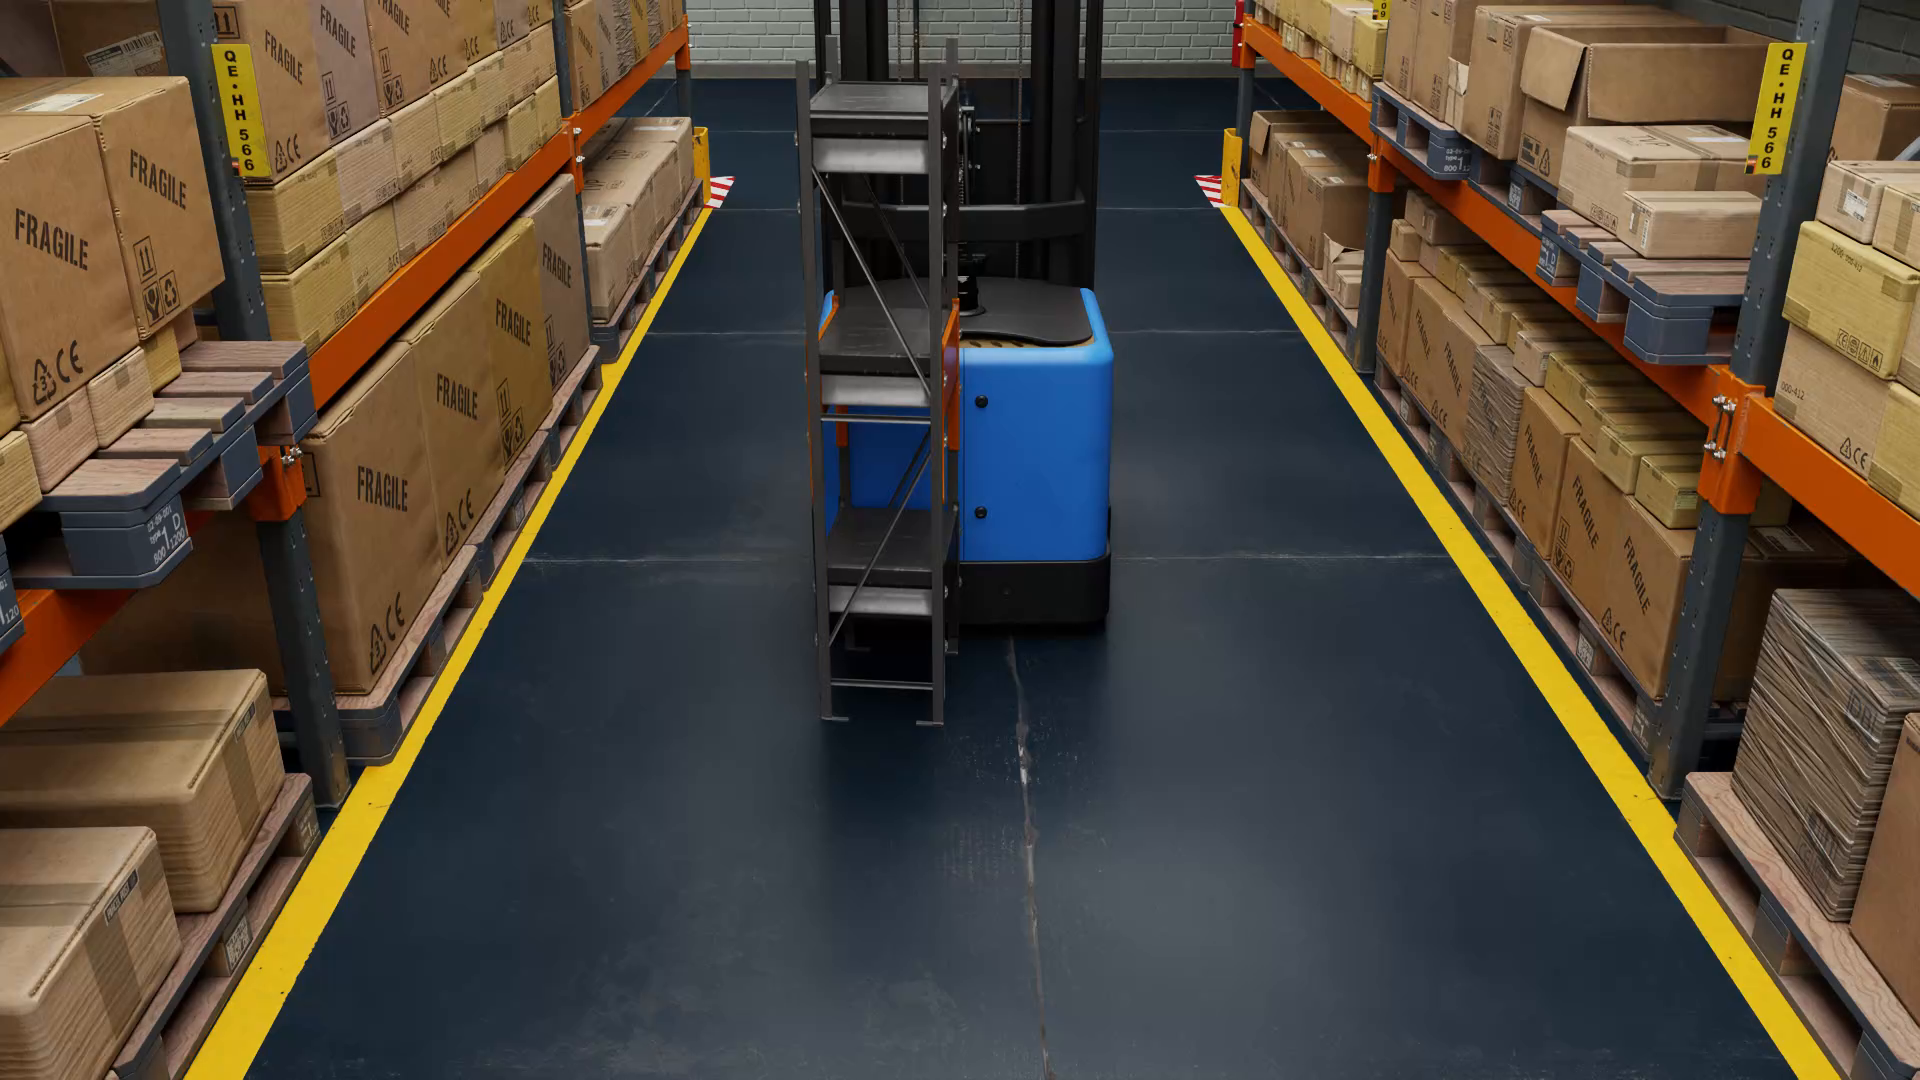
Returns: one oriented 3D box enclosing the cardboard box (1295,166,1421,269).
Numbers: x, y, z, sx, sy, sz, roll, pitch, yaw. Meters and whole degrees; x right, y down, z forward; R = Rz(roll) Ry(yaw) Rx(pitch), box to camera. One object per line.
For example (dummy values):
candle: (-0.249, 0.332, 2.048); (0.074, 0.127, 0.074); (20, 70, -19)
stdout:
cardboard box: (2.416, -1.920, 9.880); (0.700, 0.500, 0.500); (-1, 24, -3)

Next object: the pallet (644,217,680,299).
pallet: (-2.343, -1.776, 10.420); (1.003, 0.211, 1.213); (0, 24, -1)

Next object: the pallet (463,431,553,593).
pallet: (-2.297, -0.136, 6.796); (1.003, 0.211, 1.213); (0, 24, -1)

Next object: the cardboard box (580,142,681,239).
cardboard box: (-2.315, -2.252, 10.689); (0.875, 0.438, 0.875); (0, 24, 1)

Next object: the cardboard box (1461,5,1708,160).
cardboard box: (2.362, -1.752, 6.353); (0.700, 0.500, 0.500); (0, 24, -1)

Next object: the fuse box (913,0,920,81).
fuse box: (-0.424, -5.563, 16.972); (0.539, 1.711, 0.414); (0, 24, -1)

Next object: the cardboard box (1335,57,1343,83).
cardboard box: (2.283, -2.591, 9.143); (0.380, 0.149, 0.250); (0, 24, 1)

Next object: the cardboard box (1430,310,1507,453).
cardboard box: (2.363, -0.679, 7.136); (0.500, 0.500, 0.500); (-1, 24, -2)

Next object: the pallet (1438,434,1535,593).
pallet: (2.629, -0.143, 6.810); (1.003, 0.211, 1.213); (0, 24, -1)

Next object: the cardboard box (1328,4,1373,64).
cardboard box: (2.296, -2.735, 8.978); (0.500, 0.250, 0.500); (0, 24, 0)

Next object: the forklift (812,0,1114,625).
forklift: (-0.010, -1.595, 6.720); (1.130, 2.935, 3.031); (0, 24, -1)

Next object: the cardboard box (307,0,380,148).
cardboard box: (-2.129, -1.490, 5.070); (0.500, 0.500, 0.500); (0, 24, 0)

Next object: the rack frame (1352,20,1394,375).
rack frame: (2.566, -2.252, 8.090); (1.000, 3.000, 0.127); (0, 24, -1)

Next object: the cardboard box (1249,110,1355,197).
cardboard box: (2.434, -2.702, 11.604); (0.797, 0.503, 0.637); (-1, 24, -3)

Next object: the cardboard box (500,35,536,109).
cardboard box: (-2.136, -2.002, 7.111); (0.500, 0.250, 0.500); (0, 24, 1)

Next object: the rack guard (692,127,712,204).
rack guard: (-2.441, -2.748, 12.219); (1.175, 0.500, 0.348); (0, 24, -1)

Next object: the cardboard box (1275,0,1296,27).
cardboard box: (2.273, -3.363, 10.367); (0.500, 0.250, 0.500); (-1, 24, -2)

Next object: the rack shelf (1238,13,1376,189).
rack shelf: (2.544, -2.749, 10.061); (1.077, 0.370, 4.000); (0, 24, -1)

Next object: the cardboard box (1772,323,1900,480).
cardboard box: (2.370, -0.352, 4.070); (0.500, 0.250, 0.500); (0, 24, 0)

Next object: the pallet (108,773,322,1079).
pallet: (-2.346, 1.012, 4.256); (1.003, 0.211, 1.213); (0, 24, -1)

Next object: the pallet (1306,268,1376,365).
pallet: (2.560, -1.265, 9.291); (1.003, 0.211, 1.213); (0, 24, -1)

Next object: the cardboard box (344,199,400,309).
cardboard box: (-2.131, -0.926, 5.340); (0.500, 0.250, 0.500); (-1, 24, -2)

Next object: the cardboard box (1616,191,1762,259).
cardboard box: (2.219, -0.950, 5.006); (0.380, 0.149, 0.250); (0, 24, 0)

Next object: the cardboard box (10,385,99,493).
cardboard box: (-1.997, -0.206, 3.360); (0.380, 0.149, 0.250); (-1, 24, -3)

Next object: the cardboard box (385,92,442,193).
cardboard box: (-2.110, -1.368, 5.710); (0.500, 0.250, 0.500); (0, 24, -1)

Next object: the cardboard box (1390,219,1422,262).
cardboard box: (2.304, -1.451, 8.056); (0.380, 0.149, 0.250); (1, 24, 2)

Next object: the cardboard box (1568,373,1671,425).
cardboard box: (2.401, -0.485, 5.918); (0.380, 0.149, 0.250); (0, 24, 1)

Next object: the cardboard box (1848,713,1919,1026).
cardboard box: (2.618, 0.813, 3.685); (0.875, 0.625, 0.625); (1, 24, 1)

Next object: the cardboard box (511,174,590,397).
cardboard box: (-2.310, -1.197, 7.825); (0.875, 0.875, 0.875); (0, 24, 1)

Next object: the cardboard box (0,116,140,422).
cardboard box: (-2.054, -0.554, 3.342); (0.500, 0.500, 0.500); (-1, 24, -1)

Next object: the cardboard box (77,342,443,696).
cardboard box: (-2.278, -0.089, 5.375); (0.875, 0.875, 0.875); (0, 24, -1)

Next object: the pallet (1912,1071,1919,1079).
pallet: (2.590, 1.507, 3.161); (1.003, 0.211, 1.213); (0, 24, -1)

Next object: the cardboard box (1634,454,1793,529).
cardboard box: (2.351, -0.154, 5.188); (0.380, 0.149, 0.250); (-1, 24, -3)

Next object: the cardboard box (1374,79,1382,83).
cardboard box: (2.310, -2.268, 8.430); (0.380, 0.149, 0.250); (0, 24, 0)

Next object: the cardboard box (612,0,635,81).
cardboard box: (-2.141, -2.881, 9.359); (0.500, 0.500, 0.500); (0, 24, 0)

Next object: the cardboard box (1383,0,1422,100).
cardboard box: (2.348, -2.289, 7.540); (0.700, 0.500, 0.500); (0, 24, 1)

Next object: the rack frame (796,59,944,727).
rack frame: (-0.253, -0.359, 4.995); (0.400, 2.100, 0.015); (2, 24, 5)

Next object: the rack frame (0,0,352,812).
rack frame: (-2.354, -0.580, 4.393); (1.000, 3.000, 0.127); (0, 24, -1)

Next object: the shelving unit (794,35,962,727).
shelving unit: (-0.230, -0.459, 5.216); (0.431, 2.100, 0.503); (2, 24, 5)

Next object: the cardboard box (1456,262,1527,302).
cardboard box: (2.415, -1.119, 7.321); (0.380, 0.149, 0.250); (-1, 24, -1)

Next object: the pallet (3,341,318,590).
pallet: (-2.239, -0.200, 3.784); (1.213, 0.211, 1.003); (0, 24, -1)

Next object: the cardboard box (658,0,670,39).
cardboard box: (-2.180, -3.518, 10.767); (0.500, 0.500, 0.500); (-1, 24, -2)

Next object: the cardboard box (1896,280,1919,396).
cardboard box: (2.375, -0.373, 3.511); (0.500, 0.250, 0.500); (0, 24, 1)

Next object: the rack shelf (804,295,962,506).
rack shelf: (-0.230, -0.446, 5.222); (0.431, 0.518, 0.480); (2, 24, 5)

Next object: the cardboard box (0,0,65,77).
cardboard box: (-2.621, -1.293, 4.635); (0.500, 0.500, 0.500); (-1, 24, -2)

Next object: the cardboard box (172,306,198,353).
cardboard box: (-2.115, -0.523, 4.062); (0.380, 0.149, 0.250); (1, 24, 1)

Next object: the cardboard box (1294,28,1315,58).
cardboard box: (2.239, -3.010, 10.070); (0.380, 0.149, 0.250); (0, 24, 1)

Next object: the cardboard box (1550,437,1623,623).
cardboard box: (2.395, -0.036, 5.714); (0.500, 0.500, 0.500); (-1, 24, -1)

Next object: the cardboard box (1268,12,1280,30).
cardboard box: (2.301, -3.545, 11.253); (0.380, 0.149, 0.250); (0, 24, 1)

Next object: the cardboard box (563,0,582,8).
cardboard box: (-2.160, -2.927, 8.247); (0.500, 0.500, 0.500); (0, 24, 0)

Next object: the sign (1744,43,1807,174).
sign: (2.067, -1.089, 4.210); (0.100, 0.325, 0.005); (0, 24, -1)

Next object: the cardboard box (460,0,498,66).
cardboard box: (-2.142, -2.125, 6.473); (0.500, 0.500, 0.500); (0, 24, 1)

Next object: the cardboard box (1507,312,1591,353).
cardboard box: (2.413, -0.803, 6.621); (0.380, 0.149, 0.250); (0, 24, 0)

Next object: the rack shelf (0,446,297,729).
rack shelf: (-2.332, 0.572, 2.719); (1.077, 0.370, 4.000); (0, 24, -1)

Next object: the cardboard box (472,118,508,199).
cardboard box: (-2.149, -1.559, 6.738); (0.500, 0.250, 0.500); (-1, 24, -2)
